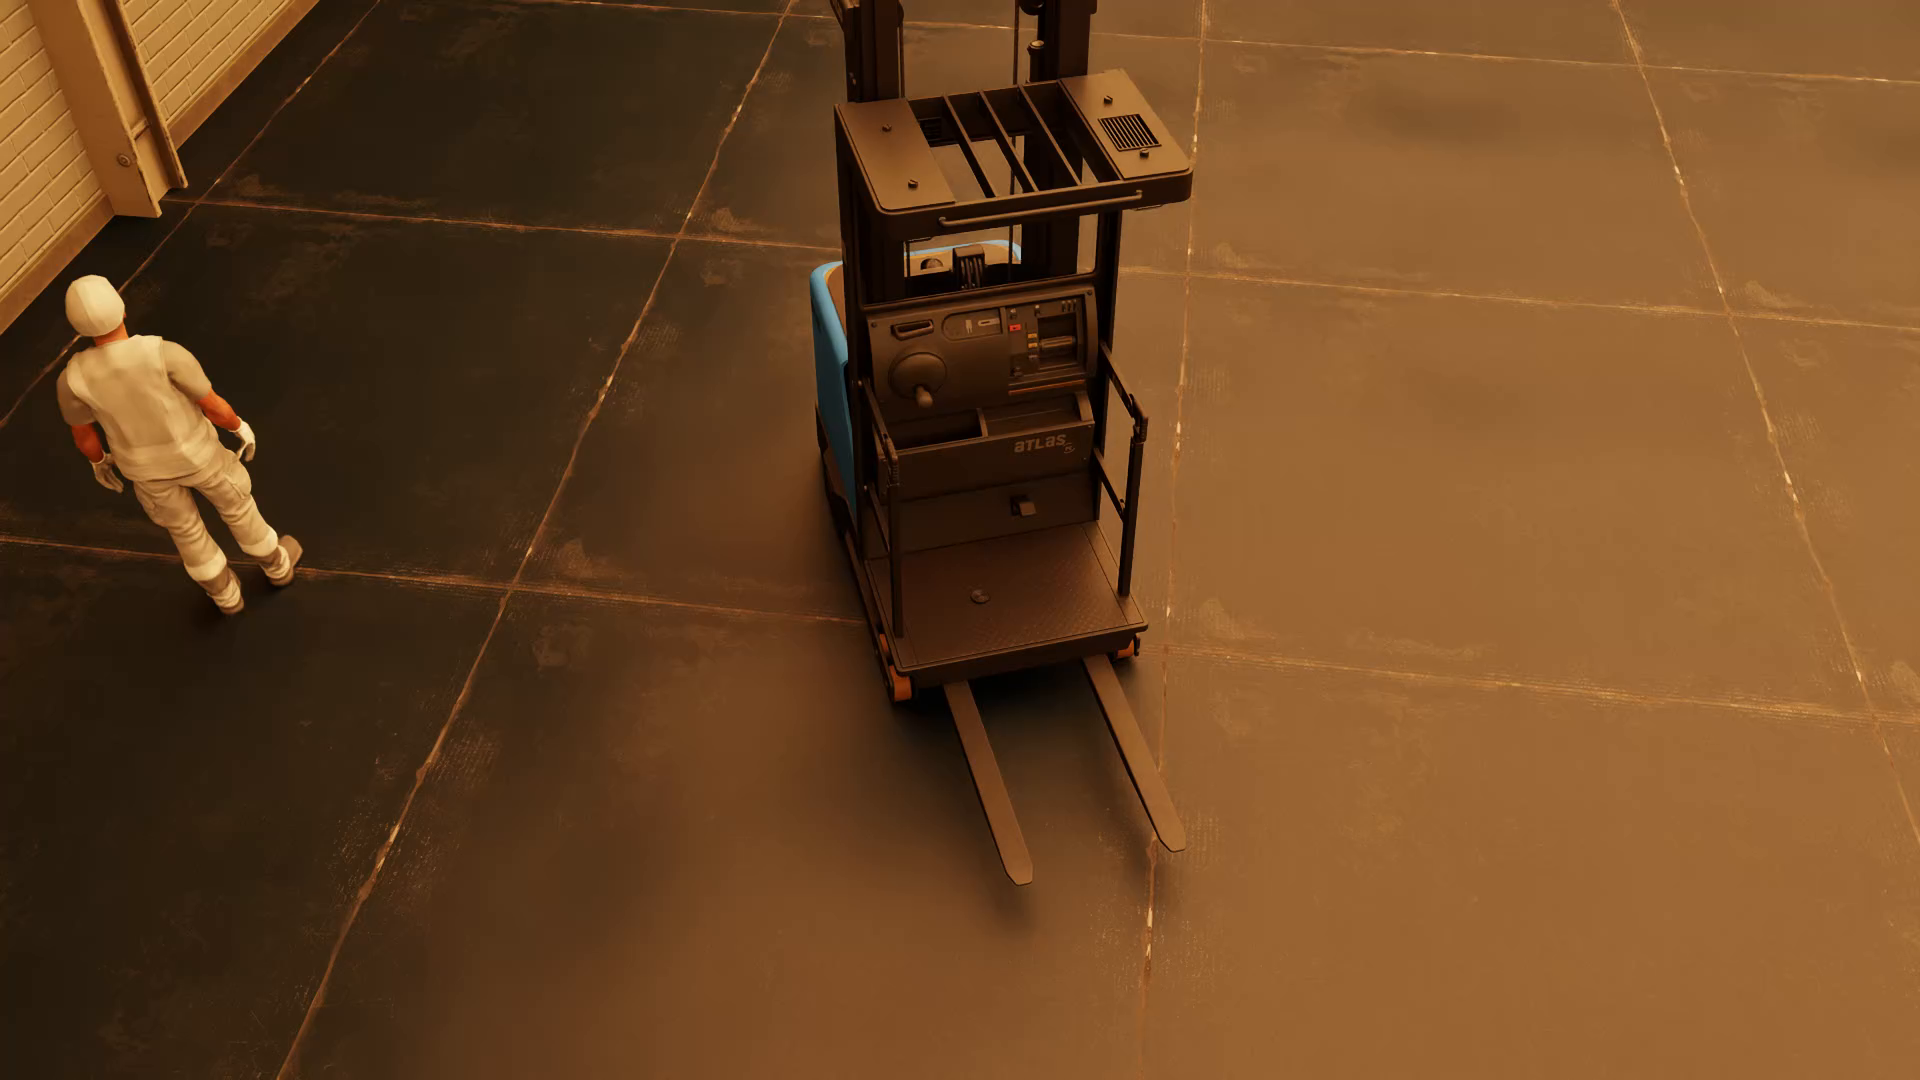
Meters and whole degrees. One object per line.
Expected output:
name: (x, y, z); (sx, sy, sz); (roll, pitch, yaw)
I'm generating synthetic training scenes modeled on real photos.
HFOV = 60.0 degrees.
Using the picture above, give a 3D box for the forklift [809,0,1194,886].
forklift: (0.153, -0.681, 6.465); (1.130, 2.935, 3.031); (-10, 44, -11)

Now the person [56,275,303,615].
person: (-3.315, -0.410, 7.005); (0.643, 1.789, 0.565); (-12, 44, -13)
